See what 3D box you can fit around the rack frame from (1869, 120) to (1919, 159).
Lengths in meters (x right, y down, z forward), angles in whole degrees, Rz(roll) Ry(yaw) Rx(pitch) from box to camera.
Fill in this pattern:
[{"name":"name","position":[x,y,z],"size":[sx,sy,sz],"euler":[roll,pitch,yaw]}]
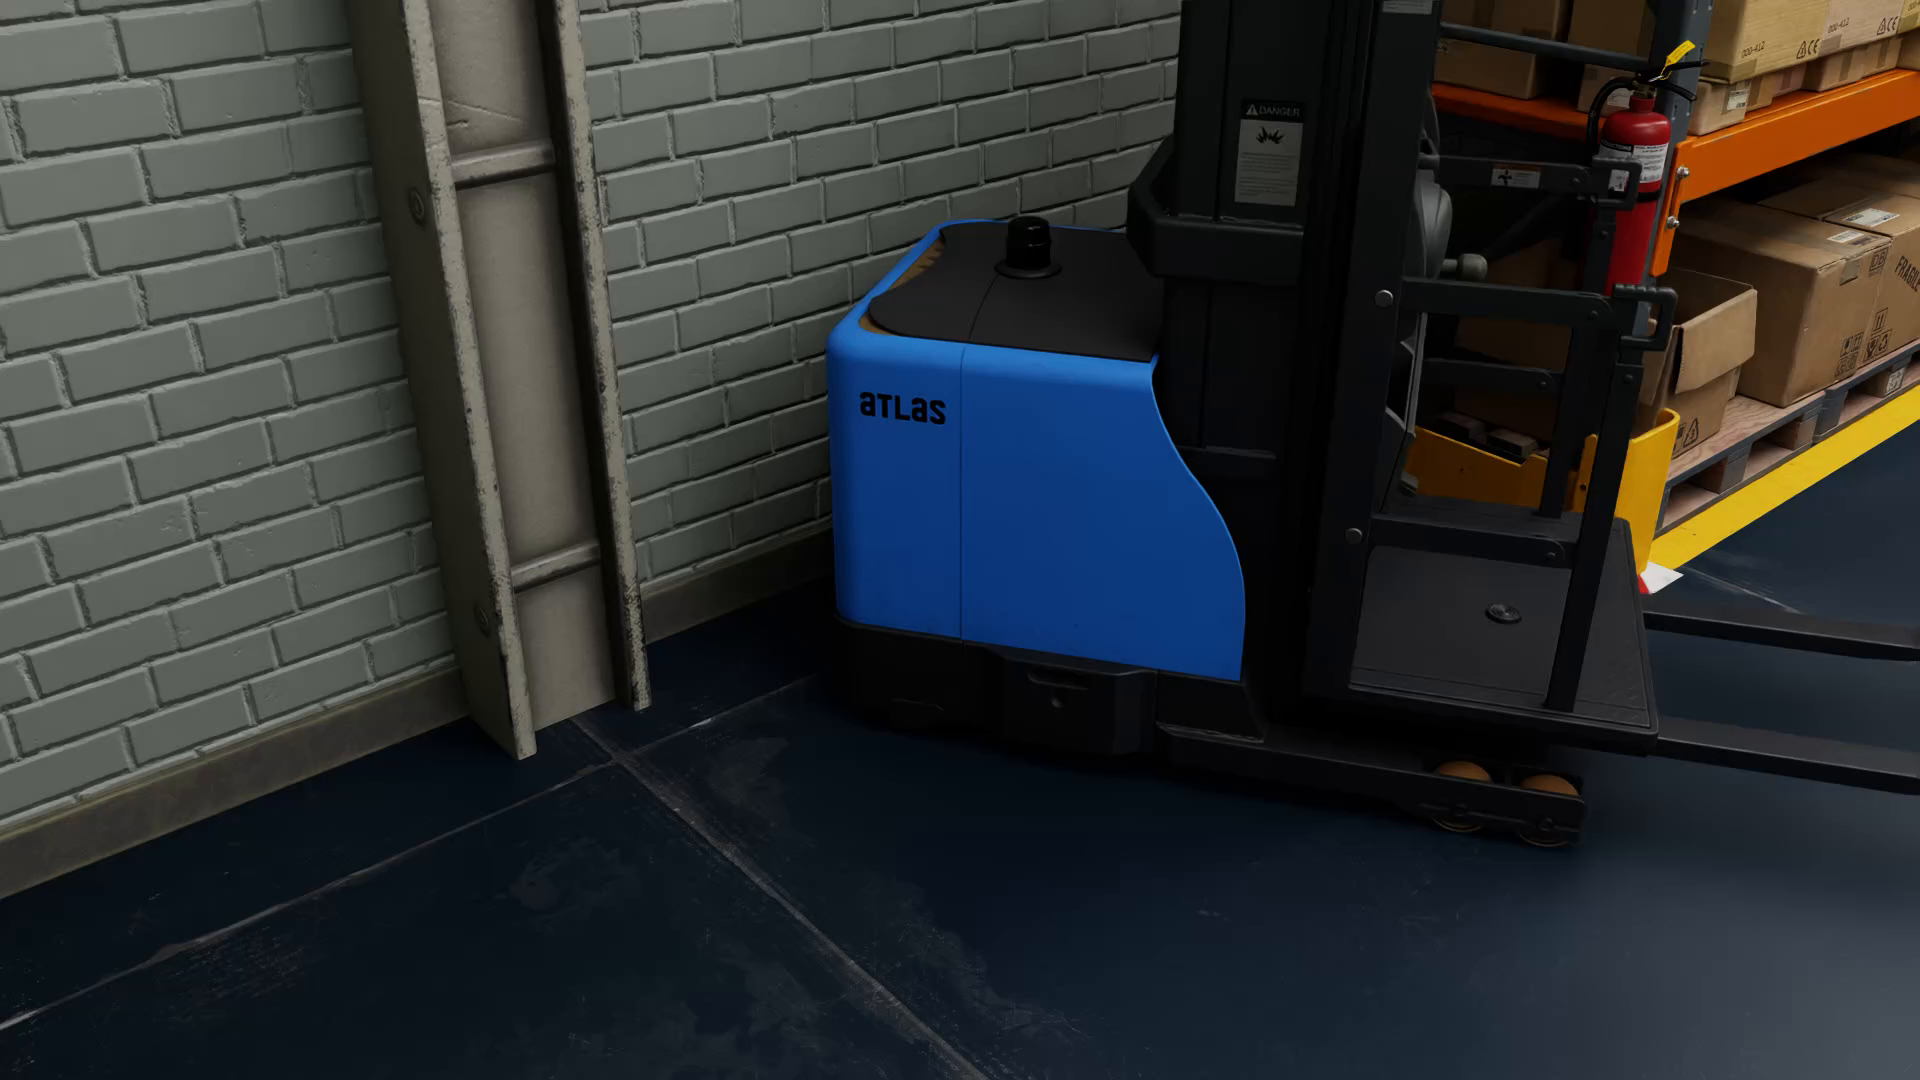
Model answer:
[{"name":"rack frame","position":[4.611,-2.606,6.943],"size":[0.127,3.000,1.000],"euler":[-22,35,-35]}]

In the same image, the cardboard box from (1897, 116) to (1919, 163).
[{"name":"cardboard box","position":[4.792,-1.945,7.913],"size":[0.500,0.500,0.500],"euler":[-22,35,-35]}]

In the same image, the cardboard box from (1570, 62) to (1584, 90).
[{"name":"cardboard box","position":[1.879,-1.524,5.186],"size":[0.250,0.149,0.380],"euler":[-21,34,-34]}]

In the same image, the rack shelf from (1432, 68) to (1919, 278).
[{"name":"rack shelf","position":[3.089,-1.676,5.968],"size":[4.000,0.370,1.077],"euler":[-22,35,-35]}]

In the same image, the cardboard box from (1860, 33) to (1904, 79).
[{"name":"cardboard box","position":[2.767,-1.599,5.326],"size":[0.250,0.149,0.380],"euler":[-21,35,-34]}]

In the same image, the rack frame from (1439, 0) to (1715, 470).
[{"name":"rack frame","position":[1.568,-1.382,4.653],"size":[0.127,3.000,1.000],"euler":[-22,35,-35]}]

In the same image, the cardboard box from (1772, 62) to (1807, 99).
[{"name":"cardboard box","position":[2.337,-1.461,5.067],"size":[0.250,0.149,0.380],"euler":[-22,35,-36]}]

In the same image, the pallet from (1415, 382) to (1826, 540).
[{"name":"pallet","position":[2.231,-0.419,5.811],"size":[1.213,0.211,1.003],"euler":[-22,35,-35]}]

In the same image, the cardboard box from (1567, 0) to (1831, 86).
[{"name":"cardboard box","position":[2.088,-1.489,4.698],"size":[0.500,0.250,0.500],"euler":[-22,35,-35]}]

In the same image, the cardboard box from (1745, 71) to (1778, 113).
[{"name":"cardboard box","position":[2.159,-1.368,4.893],"size":[0.250,0.149,0.380],"euler":[-21,35,-34]}]

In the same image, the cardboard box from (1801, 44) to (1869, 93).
[{"name":"cardboard box","position":[2.569,-1.516,5.171],"size":[0.250,0.149,0.380],"euler":[-21,34,-33]}]

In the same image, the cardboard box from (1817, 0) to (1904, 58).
[{"name":"cardboard box","position":[2.471,-1.643,4.986],"size":[0.500,0.250,0.500],"euler":[-21,35,-34]}]

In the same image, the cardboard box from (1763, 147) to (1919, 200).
[{"name":"cardboard box","position":[3.560,-1.183,6.488],"size":[0.500,0.500,0.700],"euler":[-23,36,-37]}]

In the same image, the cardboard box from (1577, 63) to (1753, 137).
[{"name":"cardboard box","position":[1.996,-1.273,4.717],"size":[0.250,0.149,0.380],"euler":[-22,35,-35]}]

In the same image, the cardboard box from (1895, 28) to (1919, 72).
[{"name":"cardboard box","position":[3.008,-1.650,5.421],"size":[0.250,0.149,0.380],"euler":[-23,36,-36]}]

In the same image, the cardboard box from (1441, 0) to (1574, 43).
[{"name":"cardboard box","position":[1.745,-1.683,5.060],"size":[0.500,0.250,0.500],"euler":[-21,34,-34]}]

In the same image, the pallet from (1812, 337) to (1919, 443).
[{"name":"pallet","position":[3.159,-0.791,6.506],"size":[1.213,0.211,1.003],"euler":[-22,35,-35]}]

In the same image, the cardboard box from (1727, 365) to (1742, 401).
[{"name":"cardboard box","position":[2.443,-0.579,5.730],"size":[0.250,0.149,0.380],"euler":[-24,36,-37]}]

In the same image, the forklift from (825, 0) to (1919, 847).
[{"name":"forklift","position":[1.243,-0.853,3.736],"size":[3.031,2.935,1.130],"euler":[8,29,14]}]

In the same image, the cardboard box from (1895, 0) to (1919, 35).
[{"name":"cardboard box","position":[2.855,-1.800,5.279],"size":[0.500,0.250,0.500],"euler":[-23,36,-36]}]

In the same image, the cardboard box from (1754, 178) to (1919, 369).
[{"name":"cardboard box","position":[3.237,-0.991,6.129],"size":[0.500,0.500,0.500],"euler":[-21,35,-34]}]

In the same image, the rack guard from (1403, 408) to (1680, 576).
[{"name":"rack guard","position":[1.626,-0.303,5.286],"size":[0.348,0.500,1.175],"euler":[-22,35,-35]}]

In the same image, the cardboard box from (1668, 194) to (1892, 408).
[{"name":"cardboard box","position":[2.770,-0.865,5.893],"size":[0.500,0.500,0.700],"euler":[-20,34,-33]}]

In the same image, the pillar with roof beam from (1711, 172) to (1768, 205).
[{"name":"pillar with roof beam","position":[6.290,-3.818,2.847],"size":[0.400,9.000,9.100],"euler":[-22,35,-35]}]

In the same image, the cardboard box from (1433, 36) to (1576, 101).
[{"name":"cardboard box","position":[1.646,-1.469,5.082],"size":[0.250,0.149,0.380],"euler":[-22,35,-35]}]

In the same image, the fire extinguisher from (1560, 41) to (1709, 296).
[{"name":"fire extinguisher","position":[1.756,-0.973,4.365],"size":[0.183,0.674,0.296],"euler":[-22,35,-35]}]

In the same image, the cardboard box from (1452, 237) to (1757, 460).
[{"name":"cardboard box","position":[2.095,-0.619,5.429],"size":[0.637,0.503,0.797],"euler":[-24,36,-37]}]
